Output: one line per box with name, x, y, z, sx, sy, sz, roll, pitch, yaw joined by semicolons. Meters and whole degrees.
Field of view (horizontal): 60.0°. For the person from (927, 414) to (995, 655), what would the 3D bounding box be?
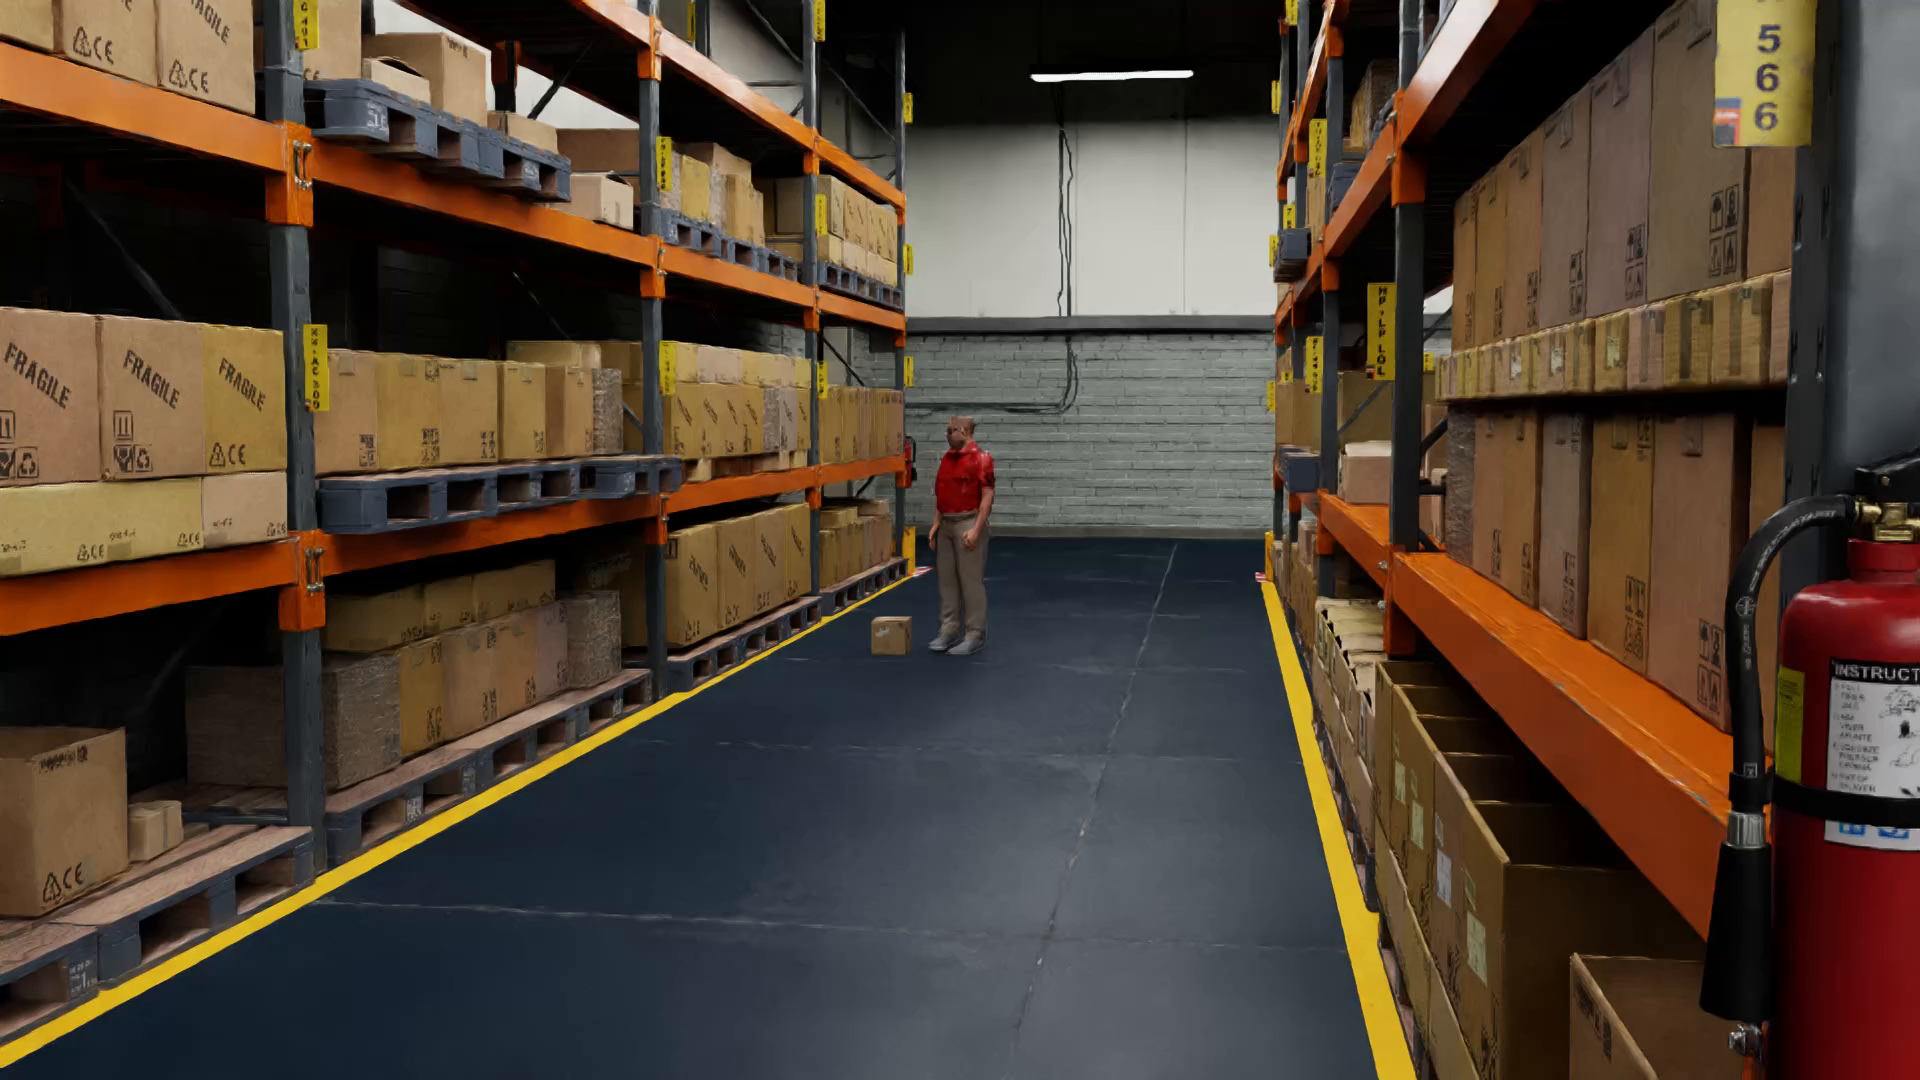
person;-0.018;-0.035;12.232;0.431;1.783;0.588;-3;6;-38
